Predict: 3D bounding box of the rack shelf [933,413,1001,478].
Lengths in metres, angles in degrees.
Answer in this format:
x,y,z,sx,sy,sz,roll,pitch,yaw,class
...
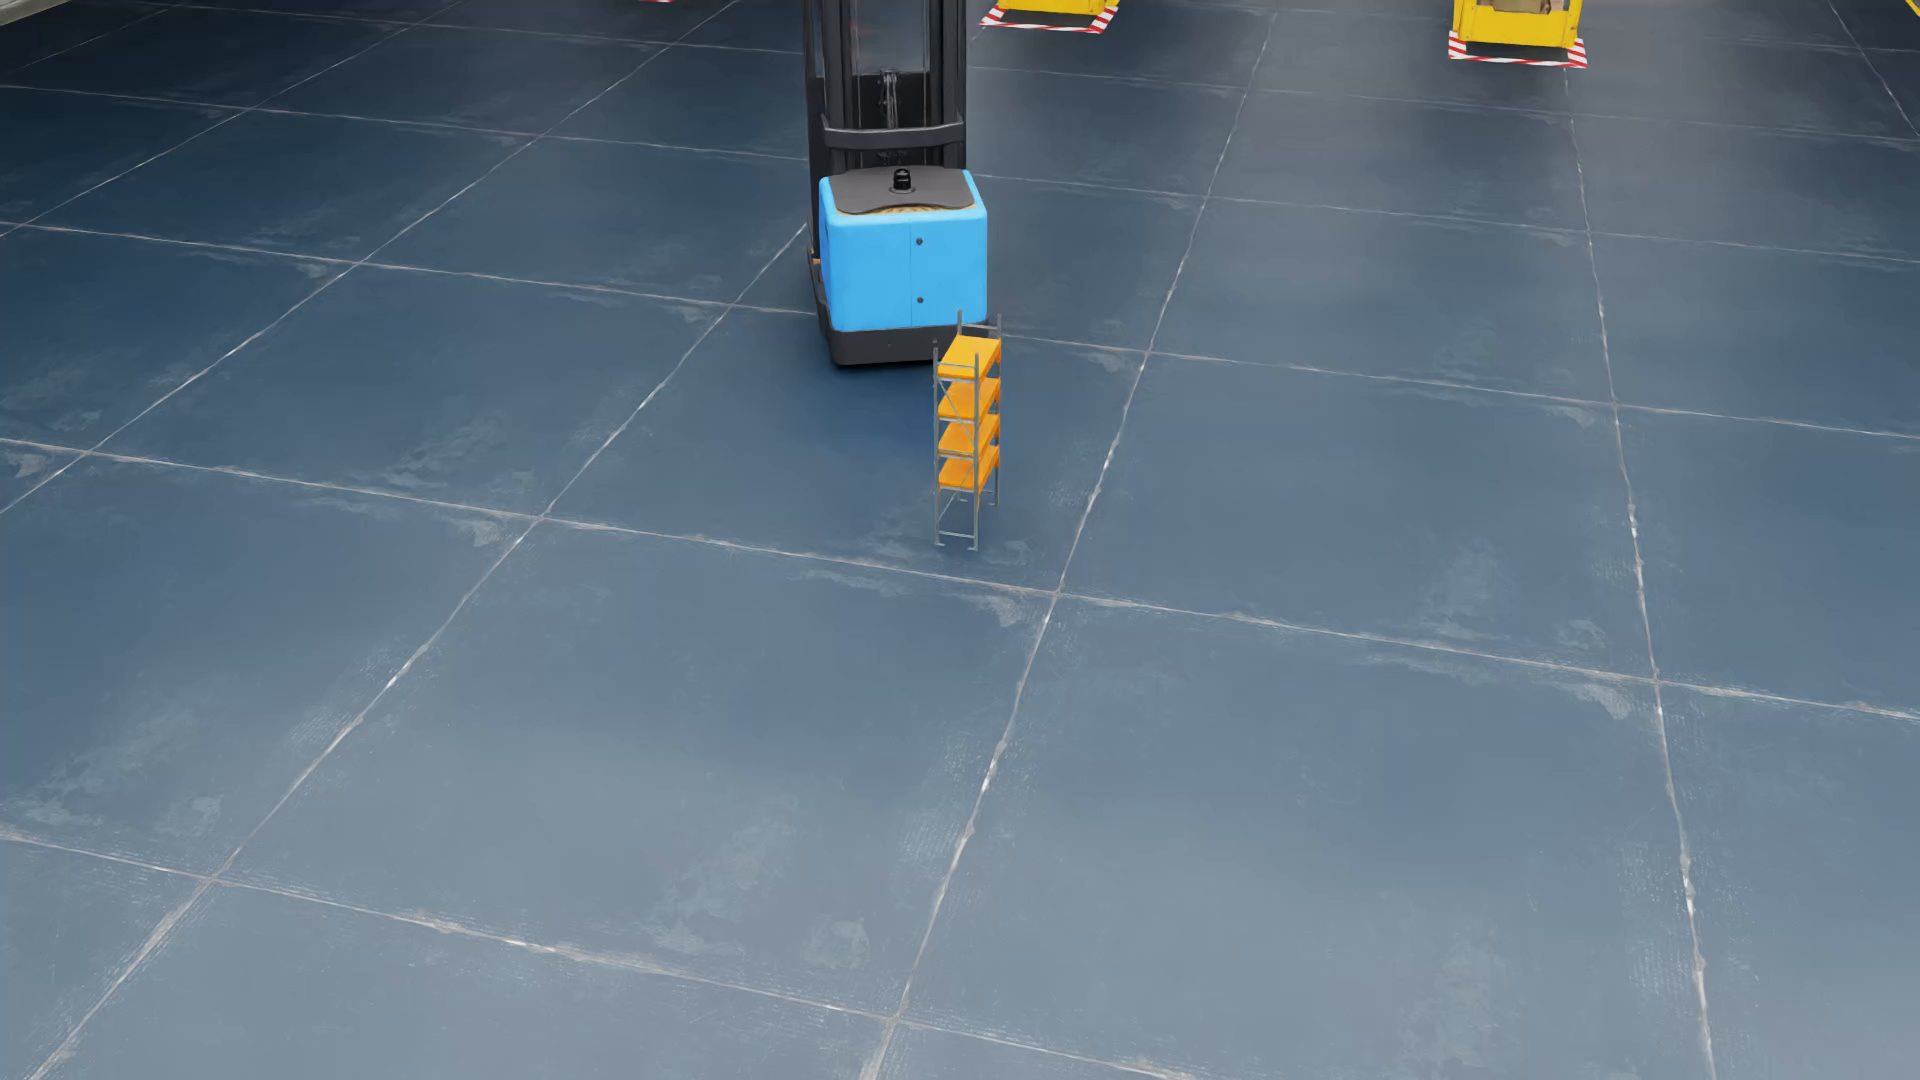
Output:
x,y,z,sx,sy,sz,roll,pitch,yaw,class
0.042,-0.535,9.099,0.258,0.148,0.480,8,33,12,rack shelf

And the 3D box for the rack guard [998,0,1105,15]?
x,y,z,sx,sy,sz,roll,pitch,yaw,class
1.022,-6.169,18.488,1.175,0.500,0.348,8,33,12,rack guard

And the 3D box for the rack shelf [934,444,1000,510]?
x,y,z,sx,sy,sz,roll,pitch,yaw,class
0.042,-0.368,9.206,0.258,0.148,0.480,8,33,12,rack shelf

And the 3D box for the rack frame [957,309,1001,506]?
x,y,z,sx,sy,sz,roll,pitch,yaw,class
0.104,-0.719,9.262,0.240,1.200,0.015,8,33,12,rack frame

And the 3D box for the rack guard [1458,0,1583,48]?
x,y,z,sx,sy,sz,roll,pitch,yaw,class
5.859,-5.488,17.417,1.175,0.500,0.348,8,33,12,rack guard

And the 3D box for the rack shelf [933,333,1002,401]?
x,y,z,sx,sy,sz,roll,pitch,yaw,class
0.042,-0.924,8.852,0.258,0.148,0.480,8,33,12,rack shelf

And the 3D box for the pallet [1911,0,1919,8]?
x,y,z,sx,sy,sz,roll,pitch,yaw,class
11.358,-6.291,18.949,1.003,0.211,1.213,8,33,12,pallet

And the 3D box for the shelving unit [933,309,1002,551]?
x,y,z,sx,sy,sz,roll,pitch,yaw,class
0.042,-0.592,9.063,0.258,1.200,0.503,8,33,12,shelving unit

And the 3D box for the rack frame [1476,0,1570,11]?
x,y,z,sx,sy,sz,roll,pitch,yaw,class
5.840,-6.504,16.685,1.000,3.000,0.127,8,33,12,rack frame

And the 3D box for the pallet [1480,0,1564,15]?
x,y,z,sx,sy,sz,roll,pitch,yaw,class
6.099,-5.783,18.150,1.003,0.211,1.213,8,33,12,pallet

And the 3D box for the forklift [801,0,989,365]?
x,y,z,sx,sy,sz,roll,pitch,yaw,class
-0.538,-3.163,11.494,1.130,2.935,3.031,-5,33,-7,forklift

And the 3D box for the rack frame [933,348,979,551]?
x,y,z,sx,sy,sz,roll,pitch,yaw,class
-0.020,-0.466,8.864,0.240,1.200,0.015,8,33,12,rack frame

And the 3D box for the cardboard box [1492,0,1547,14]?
x,y,z,sx,sy,sz,roll,pitch,yaw,class
6.014,-5.948,17.749,0.500,0.500,0.500,14,35,21,cardboard box

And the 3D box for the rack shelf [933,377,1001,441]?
x,y,z,sx,sy,sz,roll,pitch,yaw,class
0.042,-0.724,8.979,0.258,0.148,0.480,8,33,12,rack shelf
